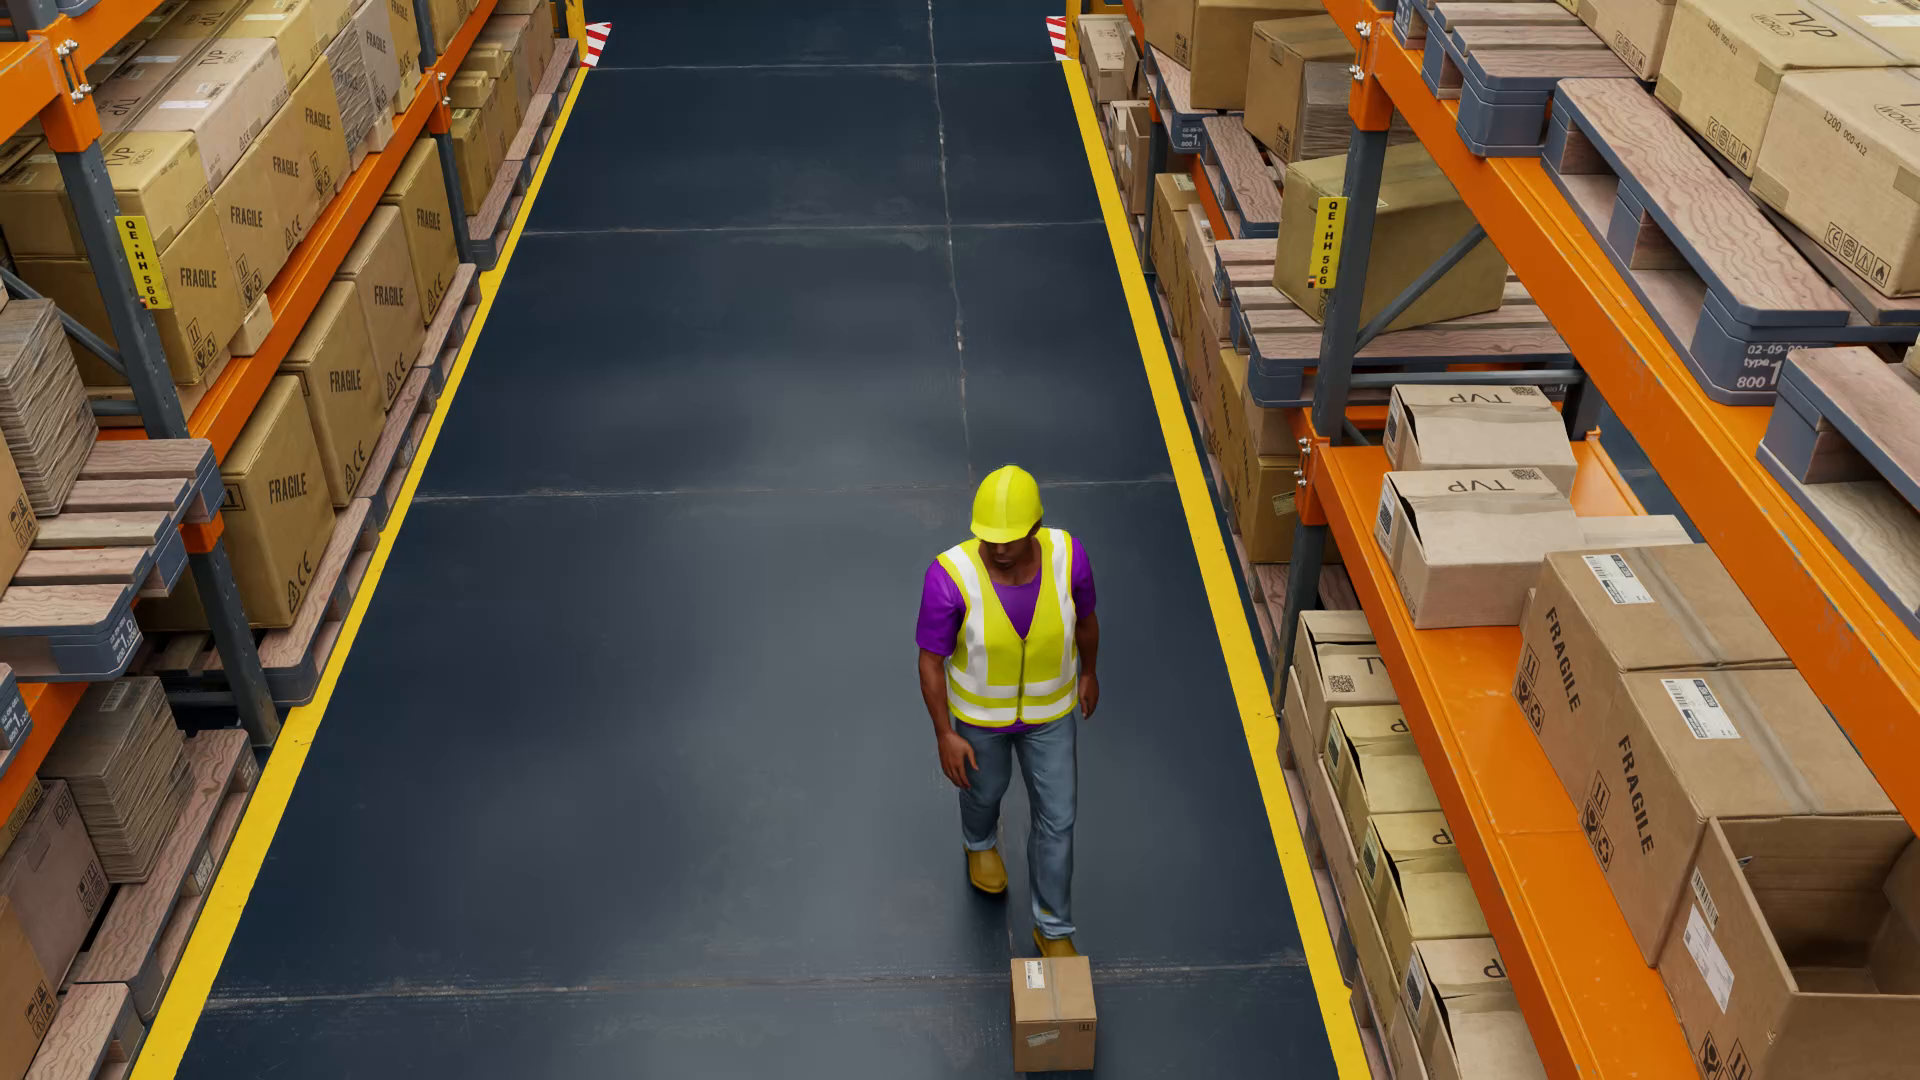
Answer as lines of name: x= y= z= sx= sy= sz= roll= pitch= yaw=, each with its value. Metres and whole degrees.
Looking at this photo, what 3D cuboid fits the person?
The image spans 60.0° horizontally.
person: x=0.186 y=0.586 z=5.272 sx=0.624 sy=1.753 sz=0.793 roll=-5 pitch=35 yaw=-6
